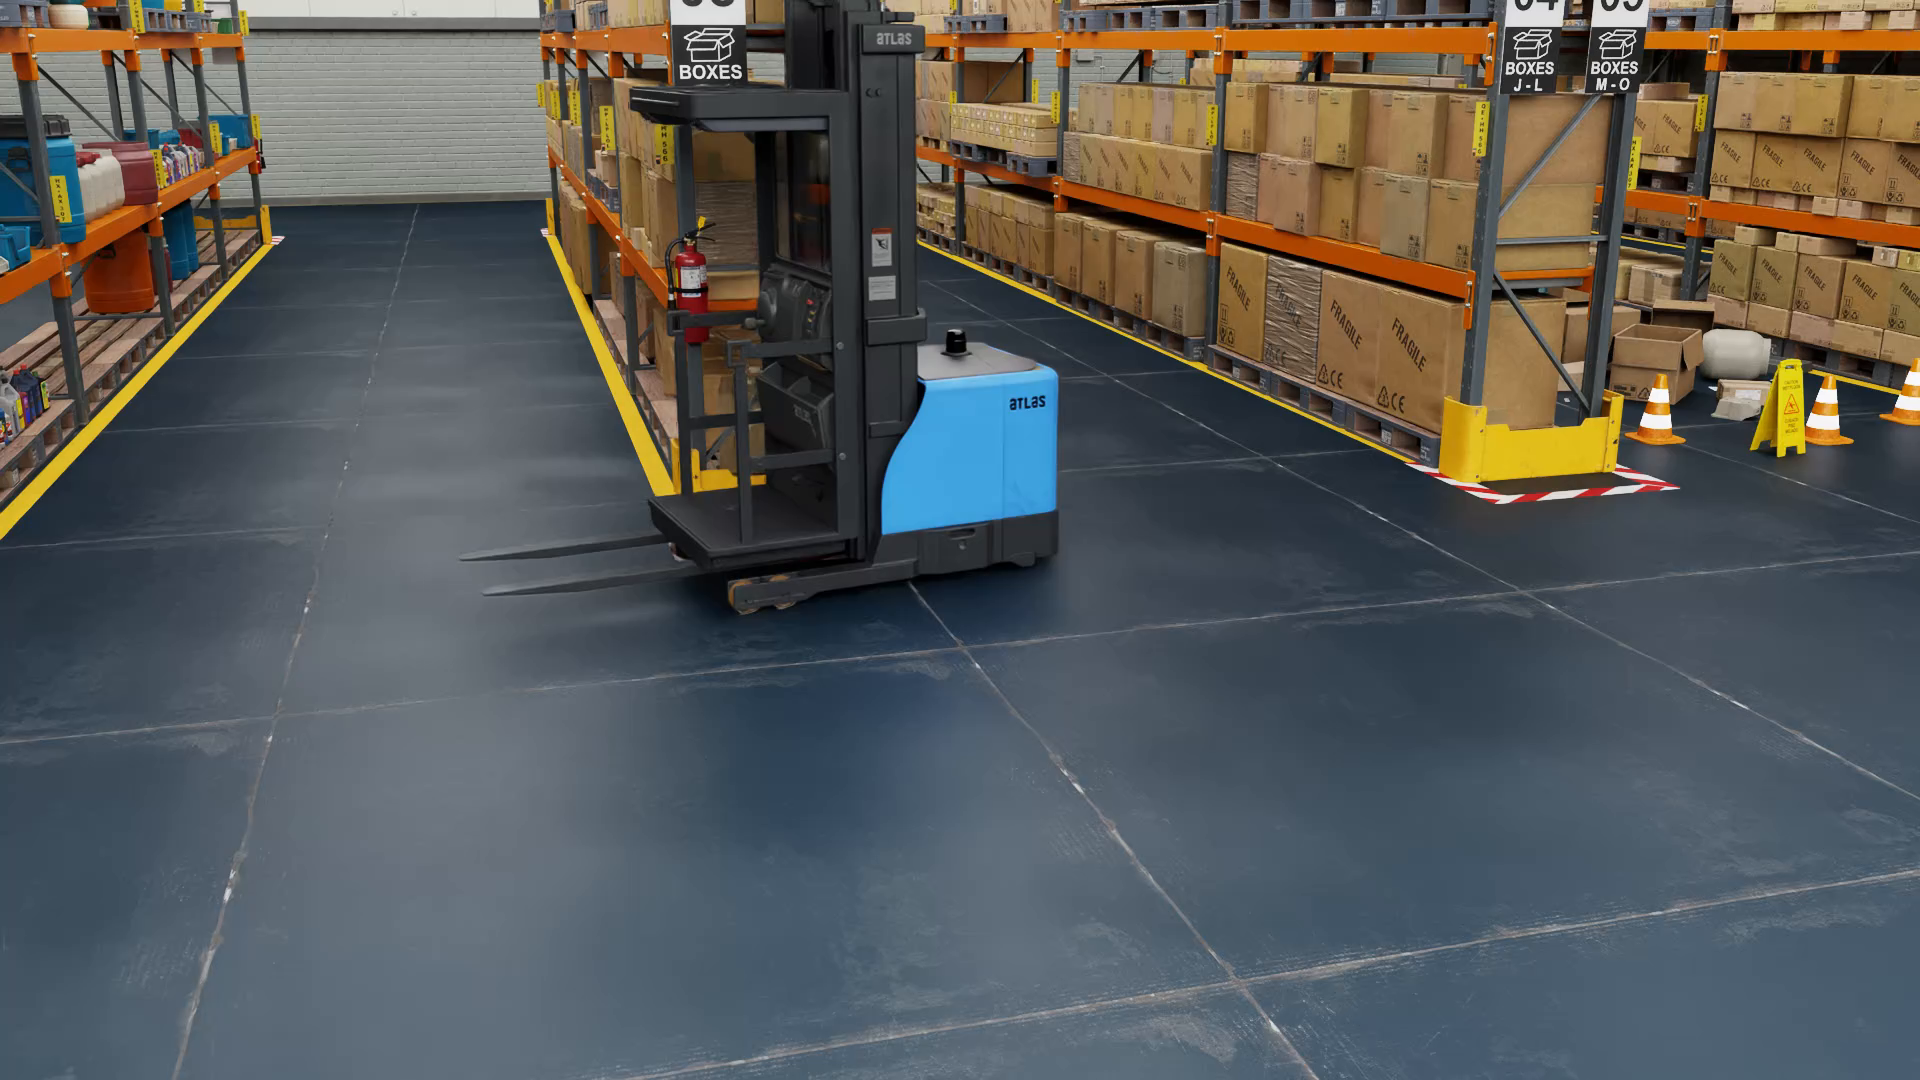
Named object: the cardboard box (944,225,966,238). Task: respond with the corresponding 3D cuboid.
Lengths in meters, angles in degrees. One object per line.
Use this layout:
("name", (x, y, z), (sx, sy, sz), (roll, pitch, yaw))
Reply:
("cardboard box", (0.000, -4.135, 22.230), (0.380, 0.149, 0.250), (-4, 17, -15))

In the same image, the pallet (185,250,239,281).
("pallet", (-9.363, -3.327, 20.161), (1.003, 0.211, 1.213), (-5, 17, -15))

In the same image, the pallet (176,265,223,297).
("pallet", (-8.952, -2.910, 18.772), (1.003, 0.211, 1.213), (-5, 17, -15))

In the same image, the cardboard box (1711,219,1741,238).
("cardboard box", (10.441, -4.312, 22.208), (0.500, 0.500, 0.500), (-4, 17, -13))

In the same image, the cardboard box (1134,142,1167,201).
("cardboard box", (1.955, -3.456, 15.568), (0.500, 0.500, 0.500), (-5, 17, -15))

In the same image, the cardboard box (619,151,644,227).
("cardboard box", (-1.995, -2.561, 12.072), (0.875, 0.500, 0.500), (-5, 17, -15))

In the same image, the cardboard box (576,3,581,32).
("cardboard box", (-3.378, -4.962, 15.803), (0.500, 0.250, 0.500), (-4, 17, -14))

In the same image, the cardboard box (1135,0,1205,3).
("cardboard box", (1.940, -5.115, 15.304), (0.500, 0.311, 0.500), (-5, 18, -17))

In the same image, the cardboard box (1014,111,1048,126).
("cardboard box", (0.820, -4.719, 18.619), (0.380, 0.149, 0.250), (-4, 17, -14))

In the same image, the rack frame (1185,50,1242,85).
("rack frame", (4.068, -6.744, 26.688), (1.000, 3.000, 0.127), (-5, 17, -15))

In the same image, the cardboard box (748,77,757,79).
("cardboard box", (-1.775, -3.207, 12.486), (0.500, 0.500, 0.500), (-5, 17, -15))

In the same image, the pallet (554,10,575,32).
("pallet", (-3.490, -5.267, 16.887), (1.213, 0.211, 1.003), (-4, 17, -13))

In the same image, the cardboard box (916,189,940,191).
("cardboard box", (-0.494, -4.987, 24.032), (0.380, 0.149, 0.250), (-4, 17, -13))

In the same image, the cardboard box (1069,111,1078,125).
("cardboard box", (1.454, -4.763, 18.766), (0.380, 0.149, 0.250), (-5, 17, -16))

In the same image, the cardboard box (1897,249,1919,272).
("cardboard box", (7.762, -2.239, 13.310), (0.380, 0.149, 0.250), (-4, 17, -14))

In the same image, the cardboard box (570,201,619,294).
("cardboard box", (-3.432, -3.123, 17.599), (1.225, 0.875, 0.875), (-6, 18, -18))

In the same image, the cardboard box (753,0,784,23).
("cardboard box", (-0.948, -3.053, 9.448), (0.500, 0.250, 0.500), (-4, 17, -14))

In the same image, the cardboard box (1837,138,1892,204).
("cardboard box", (7.662, -3.056, 13.720), (0.500, 0.500, 0.500), (-4, 17, -15))

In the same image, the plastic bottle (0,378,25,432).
("plastic bottle", (-6.330, -0.893, 11.052), (0.144, 0.351, 0.185), (-5, 17, -16))

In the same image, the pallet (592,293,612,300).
("pallet", (-3.407, -2.636, 17.860), (1.003, 0.211, 1.213), (-5, 17, -15))

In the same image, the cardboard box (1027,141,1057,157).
("cardboard box", (0.957, -4.292, 18.234), (0.380, 0.149, 0.250), (-4, 17, -14))

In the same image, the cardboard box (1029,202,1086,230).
("cardboard box", (1.094, -3.643, 18.677), (0.500, 0.250, 0.500), (-5, 17, -17))

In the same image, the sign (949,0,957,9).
("sign", (-0.085, -6.857, 20.953), (0.100, 0.325, 0.005), (-5, 17, -15))

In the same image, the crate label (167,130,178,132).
("crate label", (-10.472, -5.423, 22.477), (0.416, 0.233, 0.303), (-5, 17, -15))

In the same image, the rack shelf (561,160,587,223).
("rack shelf", (-3.812, -3.956, 18.658), (1.077, 0.370, 4.000), (-5, 17, -15))

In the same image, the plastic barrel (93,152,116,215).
("plastic barrel", (-7.421, -3.025, 14.114), (0.421, 0.512, 0.421), (0, 17, 0))

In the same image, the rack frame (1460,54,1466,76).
("rack frame", (8.839, -7.137, 27.998), (1.000, 3.000, 0.127), (-5, 17, -15))

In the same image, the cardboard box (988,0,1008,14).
("cardboard box", (0.733, -6.467, 19.645), (0.797, 0.503, 0.637), (-5, 17, -16))

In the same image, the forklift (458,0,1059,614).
("forklift", (-1.025, -1.209, 8.381), (3.031, 2.935, 1.130), (-8, 18, -25))

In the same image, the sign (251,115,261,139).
("sign", (-9.699, -5.695, 22.912), (0.100, 0.325, 0.005), (-5, 17, -15))

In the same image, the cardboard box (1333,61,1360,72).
("cardboard box", (5.330, -6.582, 23.112), (0.380, 0.149, 0.250), (-5, 17, -16))

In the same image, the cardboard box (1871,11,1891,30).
("cardboard box", (7.639, -4.208, 13.468), (0.380, 0.149, 0.250), (-5, 17, -15))

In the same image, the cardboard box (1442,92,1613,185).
("cardboard box", (3.668, -2.593, 10.733), (0.875, 0.550, 0.550), (-5, 17, -15))

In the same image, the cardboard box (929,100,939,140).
("cardboard box", (-0.111, -5.663, 22.401), (0.500, 0.500, 0.500), (-5, 17, -17))

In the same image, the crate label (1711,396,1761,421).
("crate label", (5.857, -0.995, 12.525), (0.298, 0.136, 0.250), (16, 23, 42))

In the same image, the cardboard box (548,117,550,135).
("cardboard box", (-5.439, -5.733, 23.068), (0.500, 0.250, 0.500), (-5, 17, -16))

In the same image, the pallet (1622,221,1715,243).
("pallet", (10.198, -4.473, 23.976), (1.003, 0.211, 1.213), (-5, 17, -15))

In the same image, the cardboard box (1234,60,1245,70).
("cardboard box", (4.285, -7.029, 24.597), (0.380, 0.149, 0.250), (-5, 17, -17))

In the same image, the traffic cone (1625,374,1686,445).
("traffic cone", (4.952, -0.943, 11.786), (0.336, 0.463, 0.334), (-5, 17, -15))

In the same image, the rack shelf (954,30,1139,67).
("rack shelf", (0.985, -5.757, 19.439), (1.077, 0.370, 4.000), (-5, 17, -15))

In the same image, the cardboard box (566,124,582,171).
("cardboard box", (-4.199, -4.477, 18.969), (0.500, 0.500, 0.500), (-5, 17, -17))

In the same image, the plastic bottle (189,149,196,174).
("plastic bottle", (-8.604, -4.218, 18.496), (0.152, 0.276, 0.135), (-5, 17, -15))

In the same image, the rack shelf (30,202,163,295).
("rack shelf", (-7.475, -2.458, 13.671), (1.077, 0.370, 4.000), (-5, 17, -15))

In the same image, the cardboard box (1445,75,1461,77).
("cardboard box", (6.093, -5.494, 20.616), (0.500, 0.500, 0.500), (-4, 17, -14))

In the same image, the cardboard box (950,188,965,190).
("cardboard box", (0.070, -5.036, 24.196), (0.380, 0.149, 0.250), (-4, 17, -13))

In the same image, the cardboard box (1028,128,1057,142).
("cardboard box", (0.961, -4.435, 18.193), (0.380, 0.149, 0.250), (-4, 17, -14))

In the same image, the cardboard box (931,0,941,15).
("cardboard box", (-0.068, -7.074, 21.967), (0.500, 0.250, 0.500), (-5, 18, -18))

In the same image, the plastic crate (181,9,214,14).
("plastic crate", (-9.202, -6.201, 19.896), (0.497, 0.269, 0.590), (-5, 17, -15))

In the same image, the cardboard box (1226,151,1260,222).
("cardboard box", (2.747, -2.976, 13.884), (0.875, 0.550, 0.550), (-5, 17, -15))

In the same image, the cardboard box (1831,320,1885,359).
("cardboard box", (7.700, -1.693, 13.922), (0.500, 0.250, 0.500), (-5, 18, -17))

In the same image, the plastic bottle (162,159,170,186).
("plastic bottle", (-8.092, -3.729, 16.876), (0.097, 0.271, 0.097), (0, 17, 0))

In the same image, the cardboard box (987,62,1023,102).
("cardboard box", (0.545, -6.031, 21.887), (0.500, 0.500, 0.500), (-4, 17, -14))

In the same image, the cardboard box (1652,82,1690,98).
("cardboard box", (7.179, -4.577, 16.926), (0.380, 0.149, 0.250), (-4, 17, -12))
